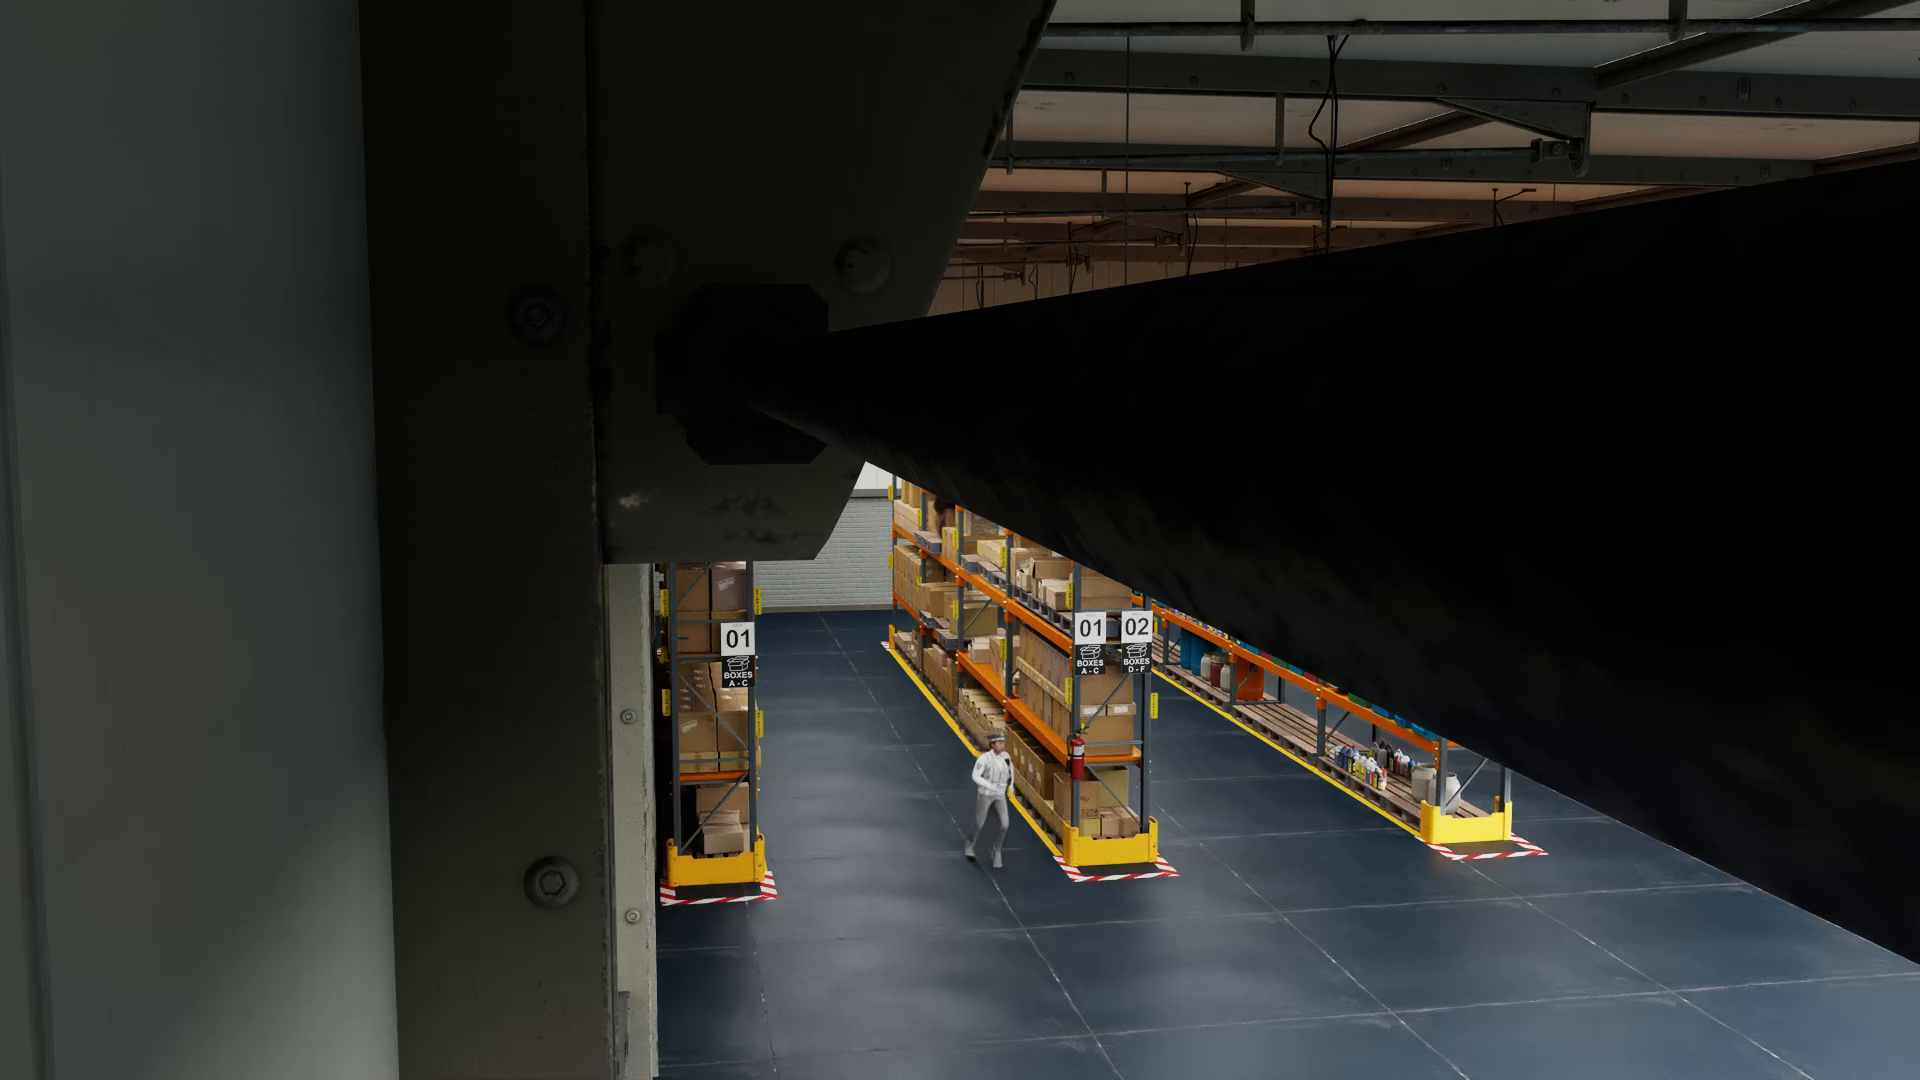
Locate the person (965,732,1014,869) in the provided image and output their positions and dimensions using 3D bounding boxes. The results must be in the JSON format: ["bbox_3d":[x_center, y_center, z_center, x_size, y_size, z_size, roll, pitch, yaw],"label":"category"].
[{"bbox_3d":[0.431,3.251,20.984,0.665,1.737,0.675,-3,7,-24],"label":"person"}]

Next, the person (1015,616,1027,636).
[{"bbox_3d":[1.294,1.688,35.142,0.603,1.760,0.804,-2,6,-17],"label":"person"}]
